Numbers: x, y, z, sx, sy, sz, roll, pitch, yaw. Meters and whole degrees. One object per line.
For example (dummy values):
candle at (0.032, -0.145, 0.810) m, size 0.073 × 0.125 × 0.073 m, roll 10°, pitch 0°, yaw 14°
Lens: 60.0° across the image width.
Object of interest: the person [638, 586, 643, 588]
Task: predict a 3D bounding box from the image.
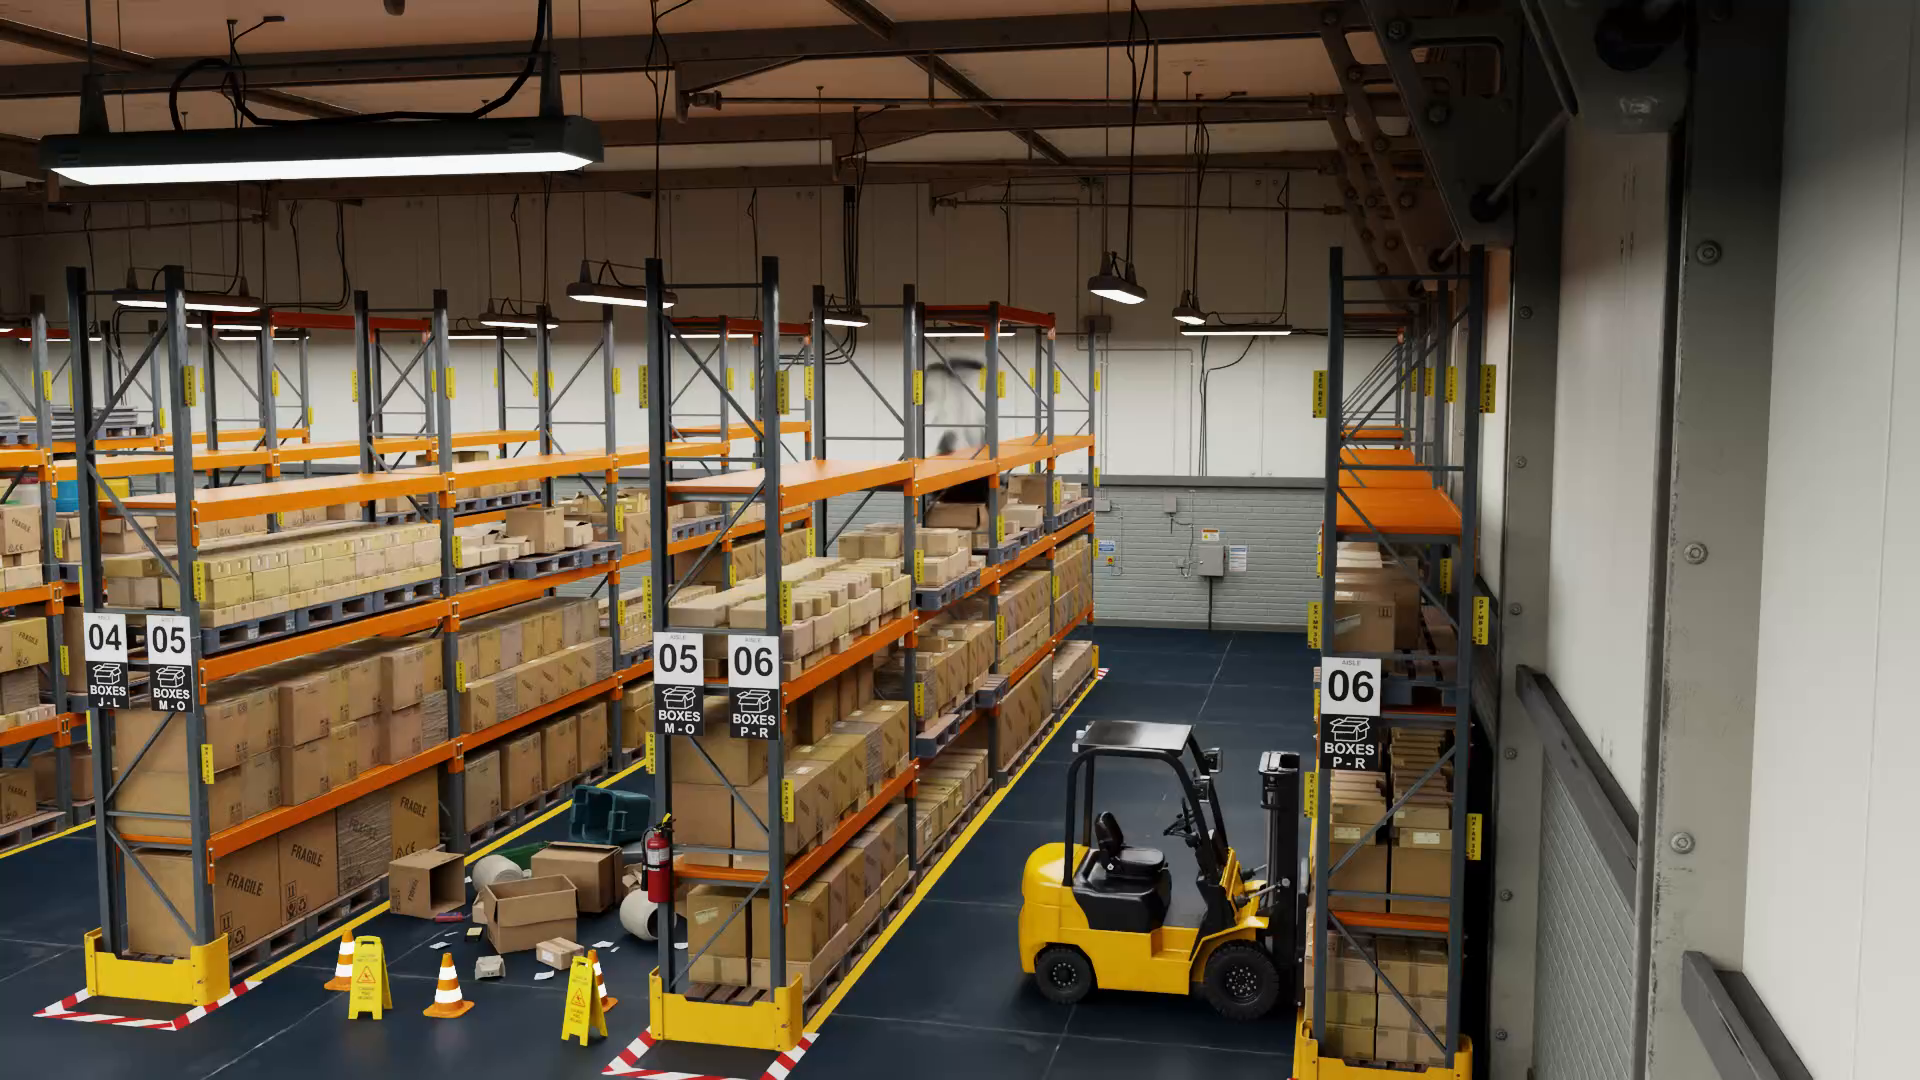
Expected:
person at (-5.186, 1.577, 27.386) m, size 0.604 × 1.669 × 0.566 m, roll 2°, pitch 6°, yaw 17°
